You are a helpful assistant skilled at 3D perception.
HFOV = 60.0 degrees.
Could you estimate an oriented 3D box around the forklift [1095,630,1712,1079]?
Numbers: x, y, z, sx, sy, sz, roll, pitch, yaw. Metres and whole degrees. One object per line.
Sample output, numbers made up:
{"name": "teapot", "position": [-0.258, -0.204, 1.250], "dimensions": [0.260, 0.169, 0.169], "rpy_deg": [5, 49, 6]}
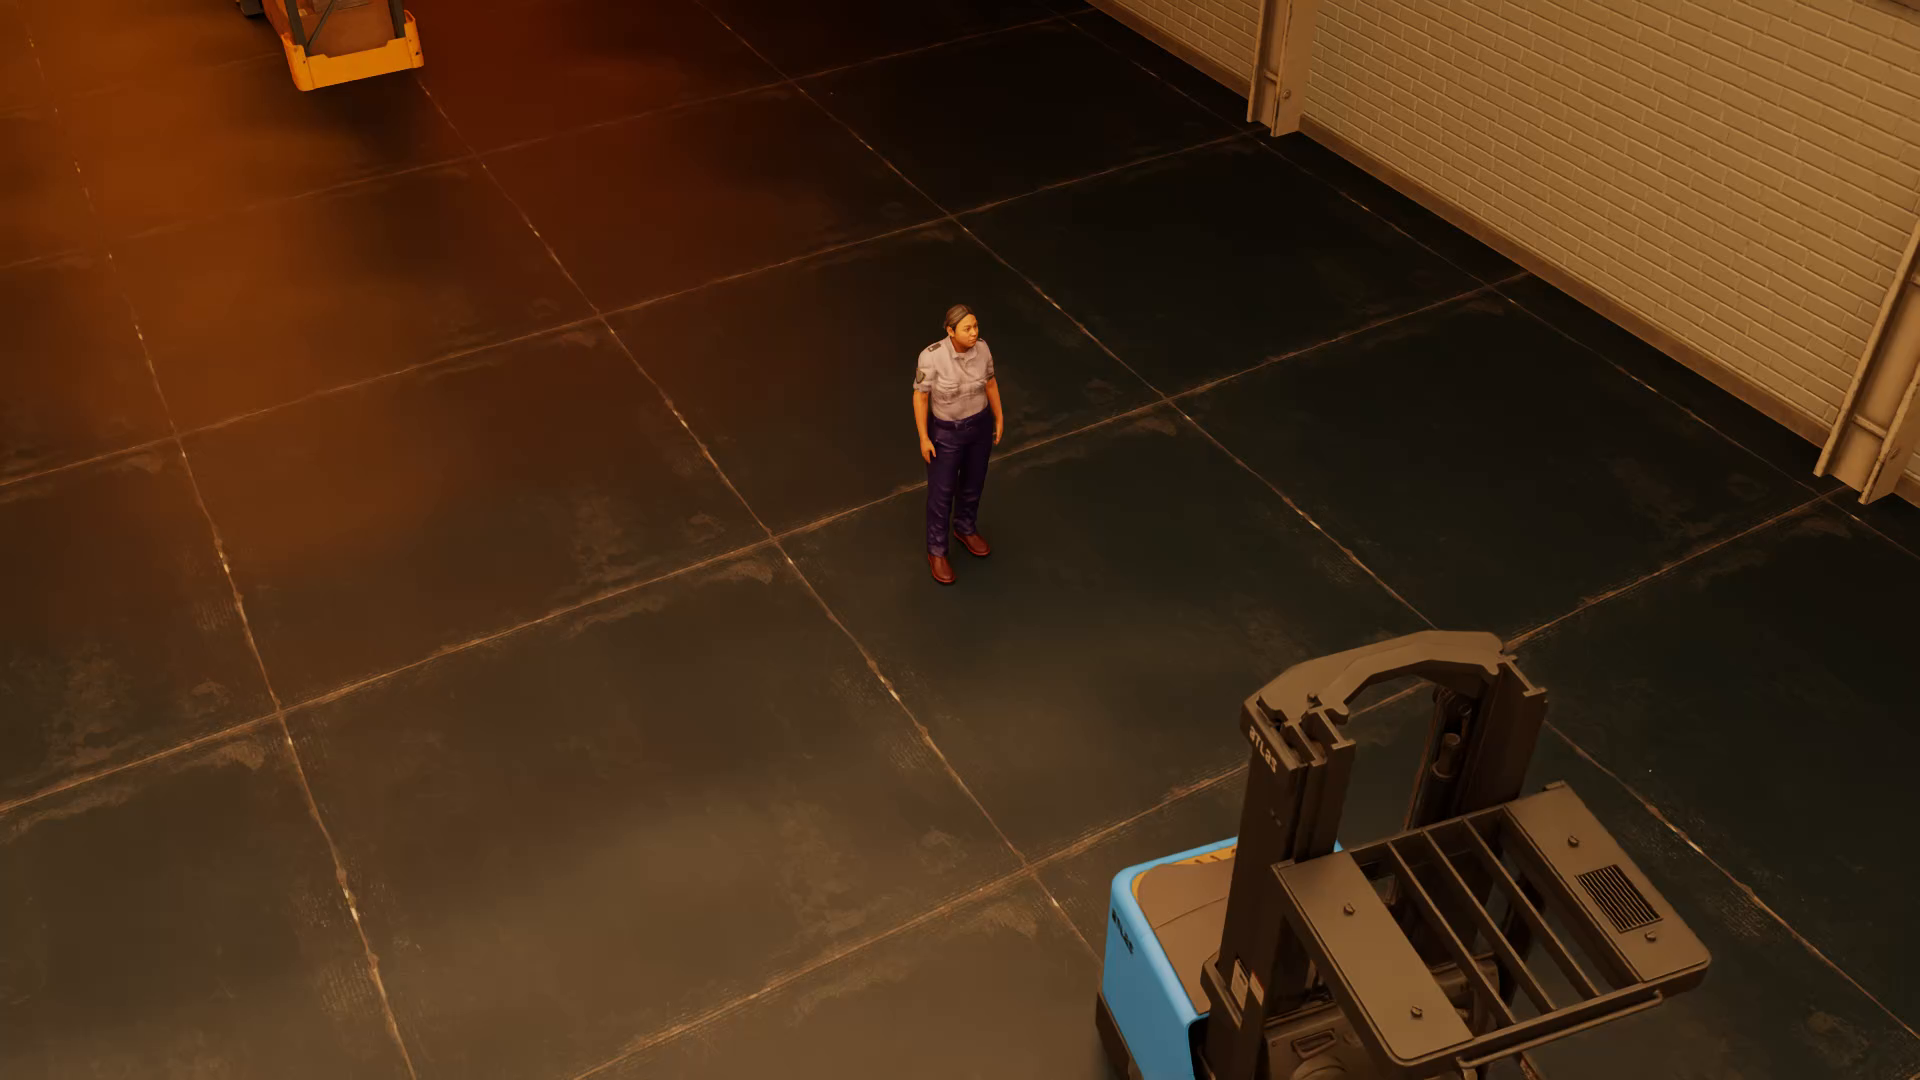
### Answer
{"name": "forklift", "position": [1.584, 1.877, 5.773], "dimensions": [1.130, 2.935, 3.031], "rpy_deg": [-13, 41, -15]}

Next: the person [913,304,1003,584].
{"name": "person", "position": [0.025, -0.578, 9.736], "dimensions": [0.598, 1.641, 0.501], "rpy_deg": [-20, 44, -23]}
